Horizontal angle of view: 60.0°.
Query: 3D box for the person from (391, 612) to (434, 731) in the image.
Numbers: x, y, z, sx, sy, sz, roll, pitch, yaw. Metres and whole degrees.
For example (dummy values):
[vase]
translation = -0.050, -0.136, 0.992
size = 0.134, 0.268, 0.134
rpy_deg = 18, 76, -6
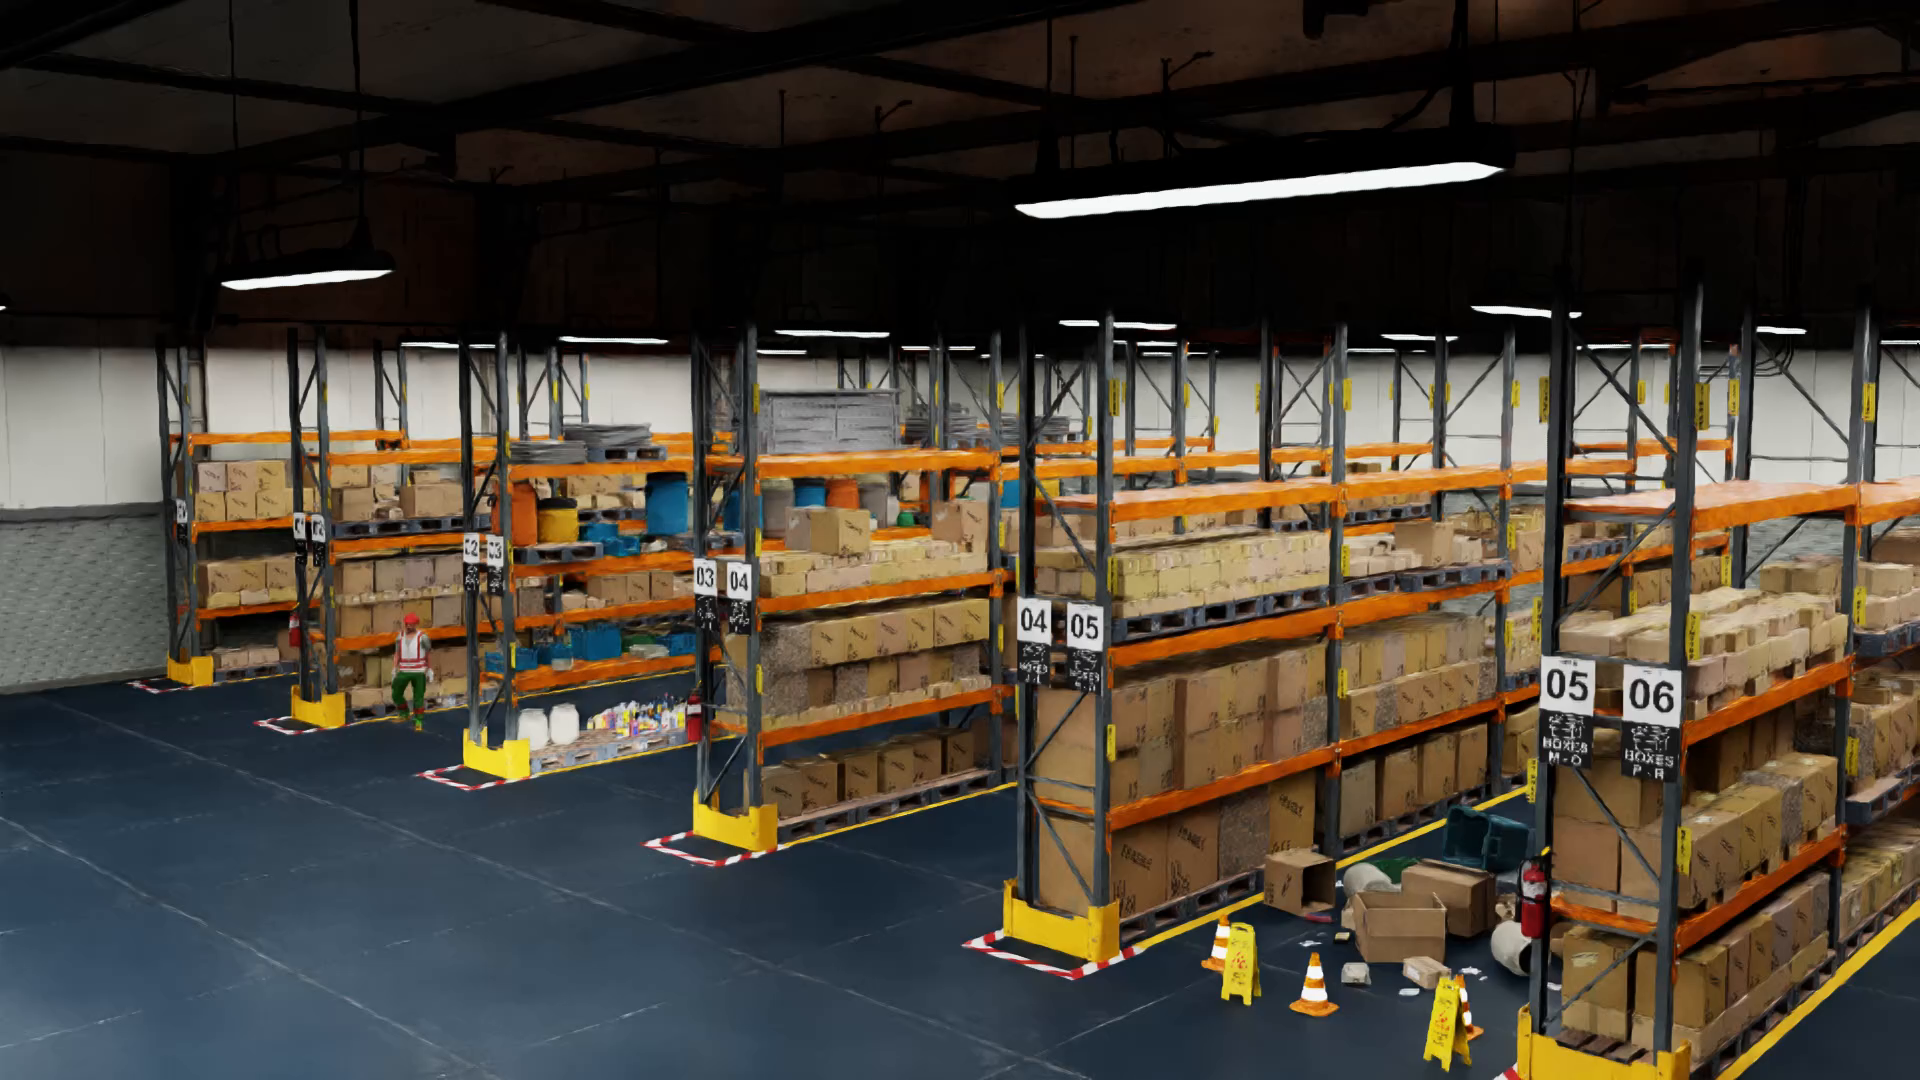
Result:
[person]
translation = -8.206, 1.949, 24.792
size = 0.721, 1.774, 0.531
rpy_deg = 0, 5, 5
